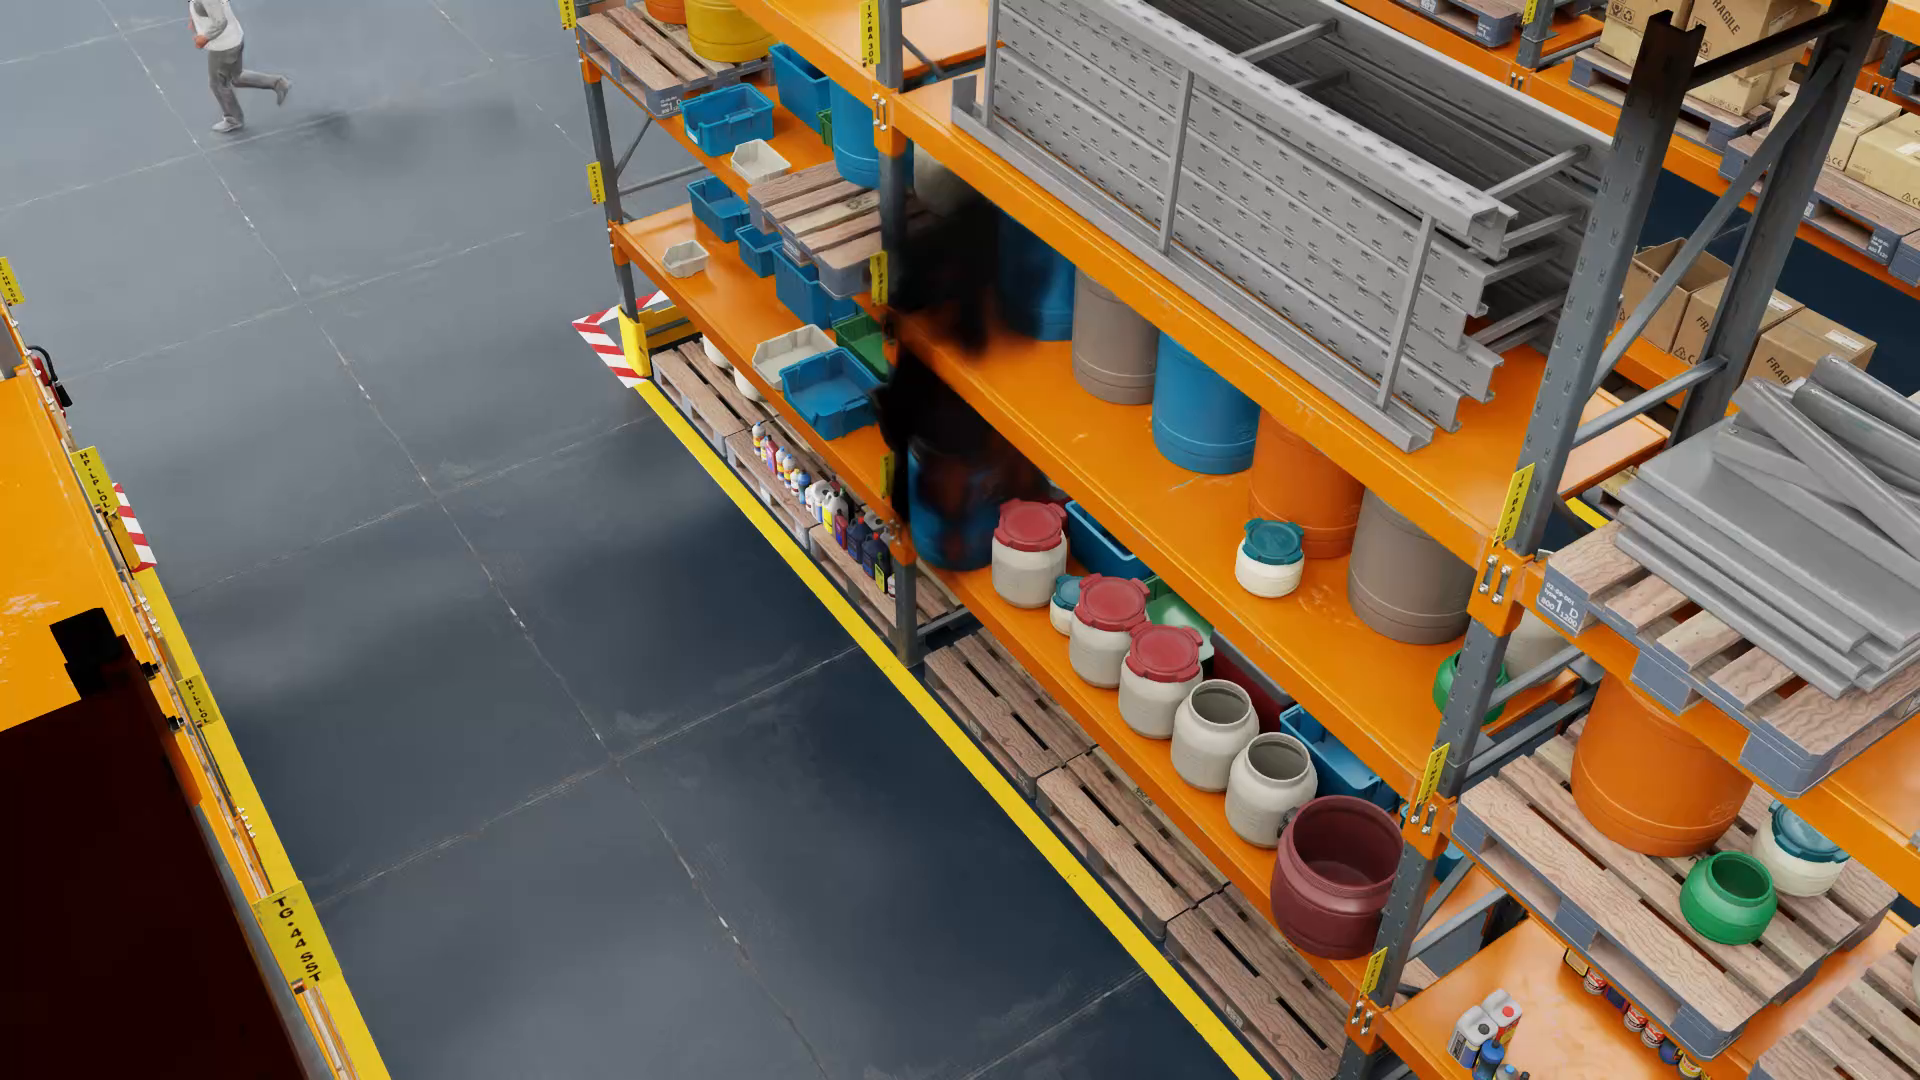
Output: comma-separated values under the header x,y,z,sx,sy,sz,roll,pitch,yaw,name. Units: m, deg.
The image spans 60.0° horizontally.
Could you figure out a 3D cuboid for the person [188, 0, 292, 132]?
x,y,z,sx,sy,sz,roll,pitch,yaw,name
-6.832,-4.657,15.549,0.810,1.768,0.669,-7,43,-7,person
